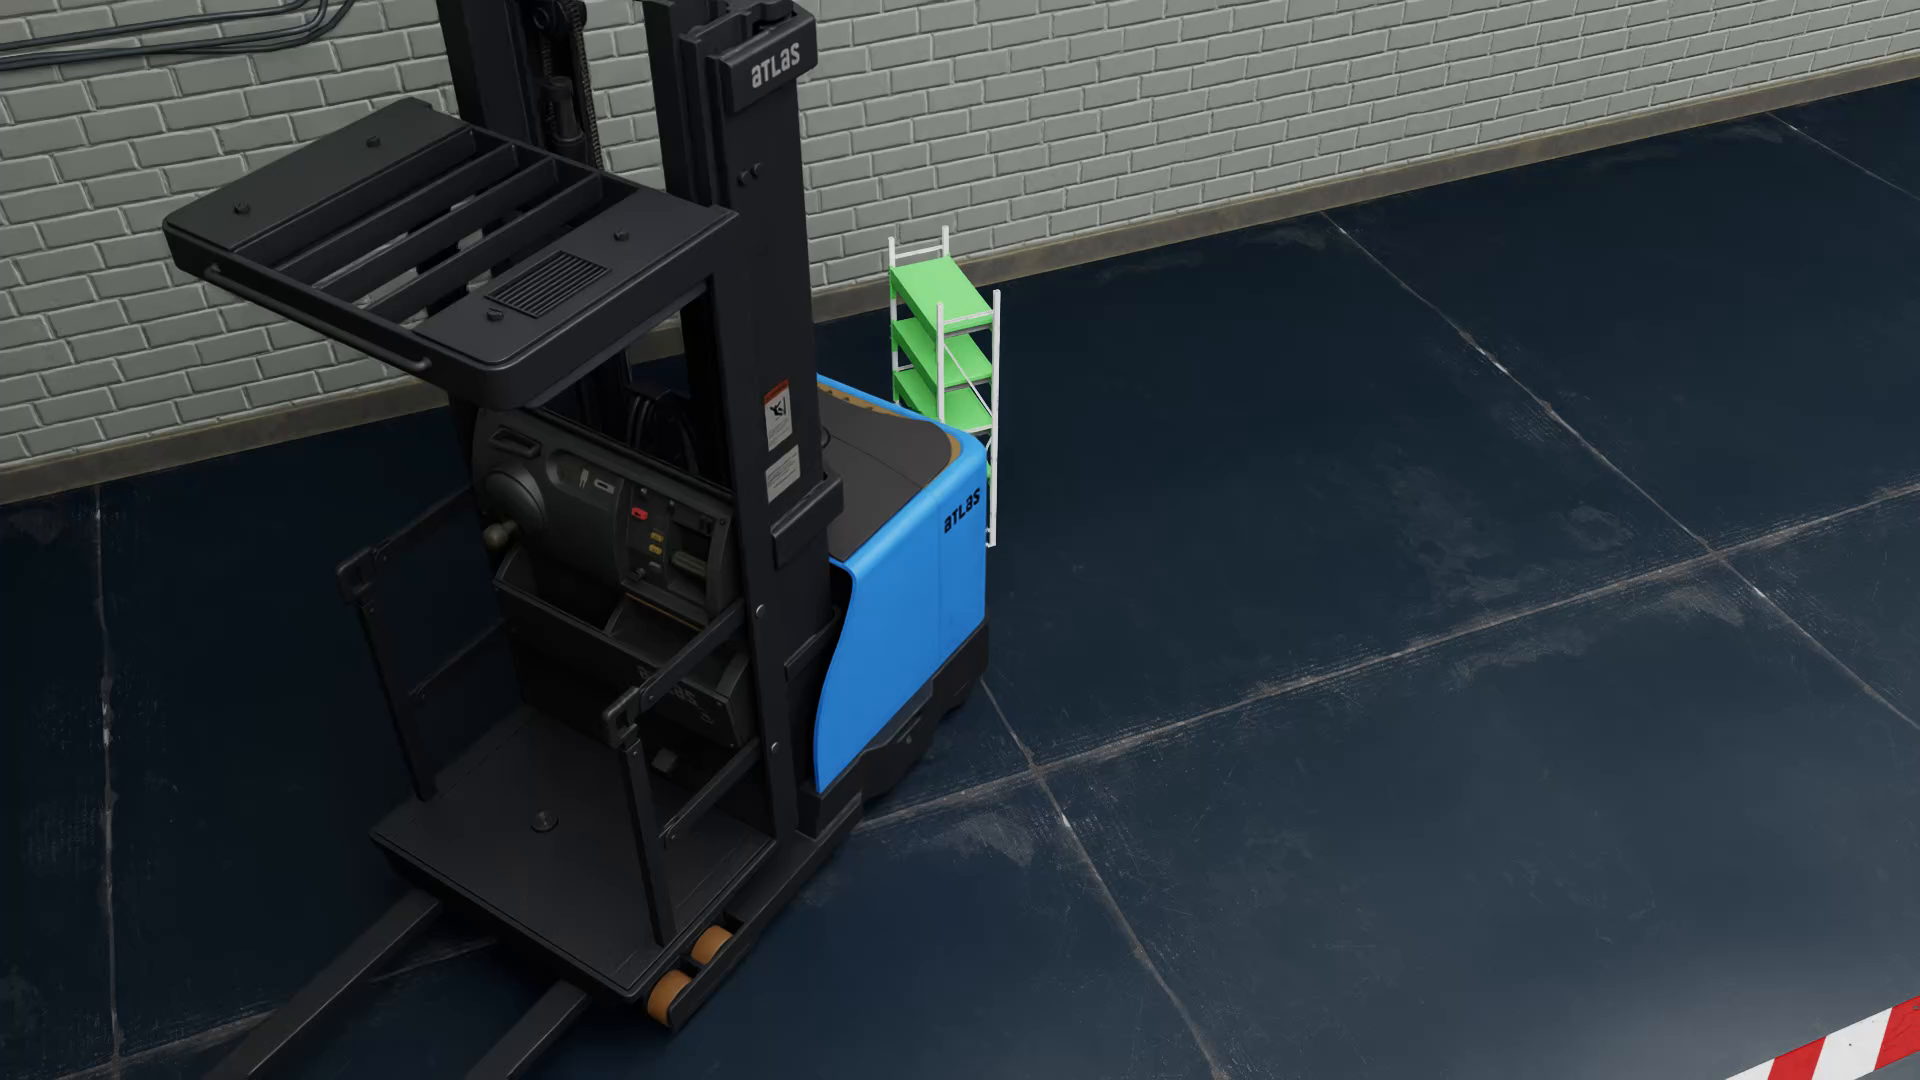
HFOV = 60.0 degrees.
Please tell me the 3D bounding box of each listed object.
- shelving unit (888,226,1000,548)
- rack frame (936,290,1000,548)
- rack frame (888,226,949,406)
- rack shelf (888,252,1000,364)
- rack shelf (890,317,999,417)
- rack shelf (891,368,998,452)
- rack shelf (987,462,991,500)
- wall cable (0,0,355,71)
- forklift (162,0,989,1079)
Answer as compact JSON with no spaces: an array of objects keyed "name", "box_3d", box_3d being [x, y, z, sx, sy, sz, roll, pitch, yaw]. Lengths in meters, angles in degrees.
[{"name":"shelving unit","box_3d":[-0.063,-0.555,6.475,0.258,1.200,0.503,-15,43,-17]},{"name":"rack frame","box_3d":[0.030,-0.408,6.304,0.240,1.200,0.015,-15,43,-17]},{"name":"rack frame","box_3d":[-0.157,-0.702,6.646,0.240,1.200,0.015,-15,43,-17]},{"name":"rack shelf","box_3d":[-0.063,-0.870,6.203,0.258,0.148,0.480,-15,43,-17]},{"name":"rack shelf","box_3d":[-0.063,-0.688,6.360,0.258,0.148,0.480,-15,43,-17]},{"name":"rack shelf","box_3d":[-0.063,-0.506,6.516,0.258,0.148,0.480,-15,43,-17]},{"name":"rack shelf","box_3d":[-0.063,-0.324,6.673,0.258,0.148,0.480,-15,43,-17]},{"name":"wall cable","box_3d":[-3.605,-2.473,5.105,3.097,2.526,0.112,-15,43,-17]},{"name":"forklift","box_3d":[-1.125,0.003,4.499,1.130,2.935,3.031,23,46,25]}]
